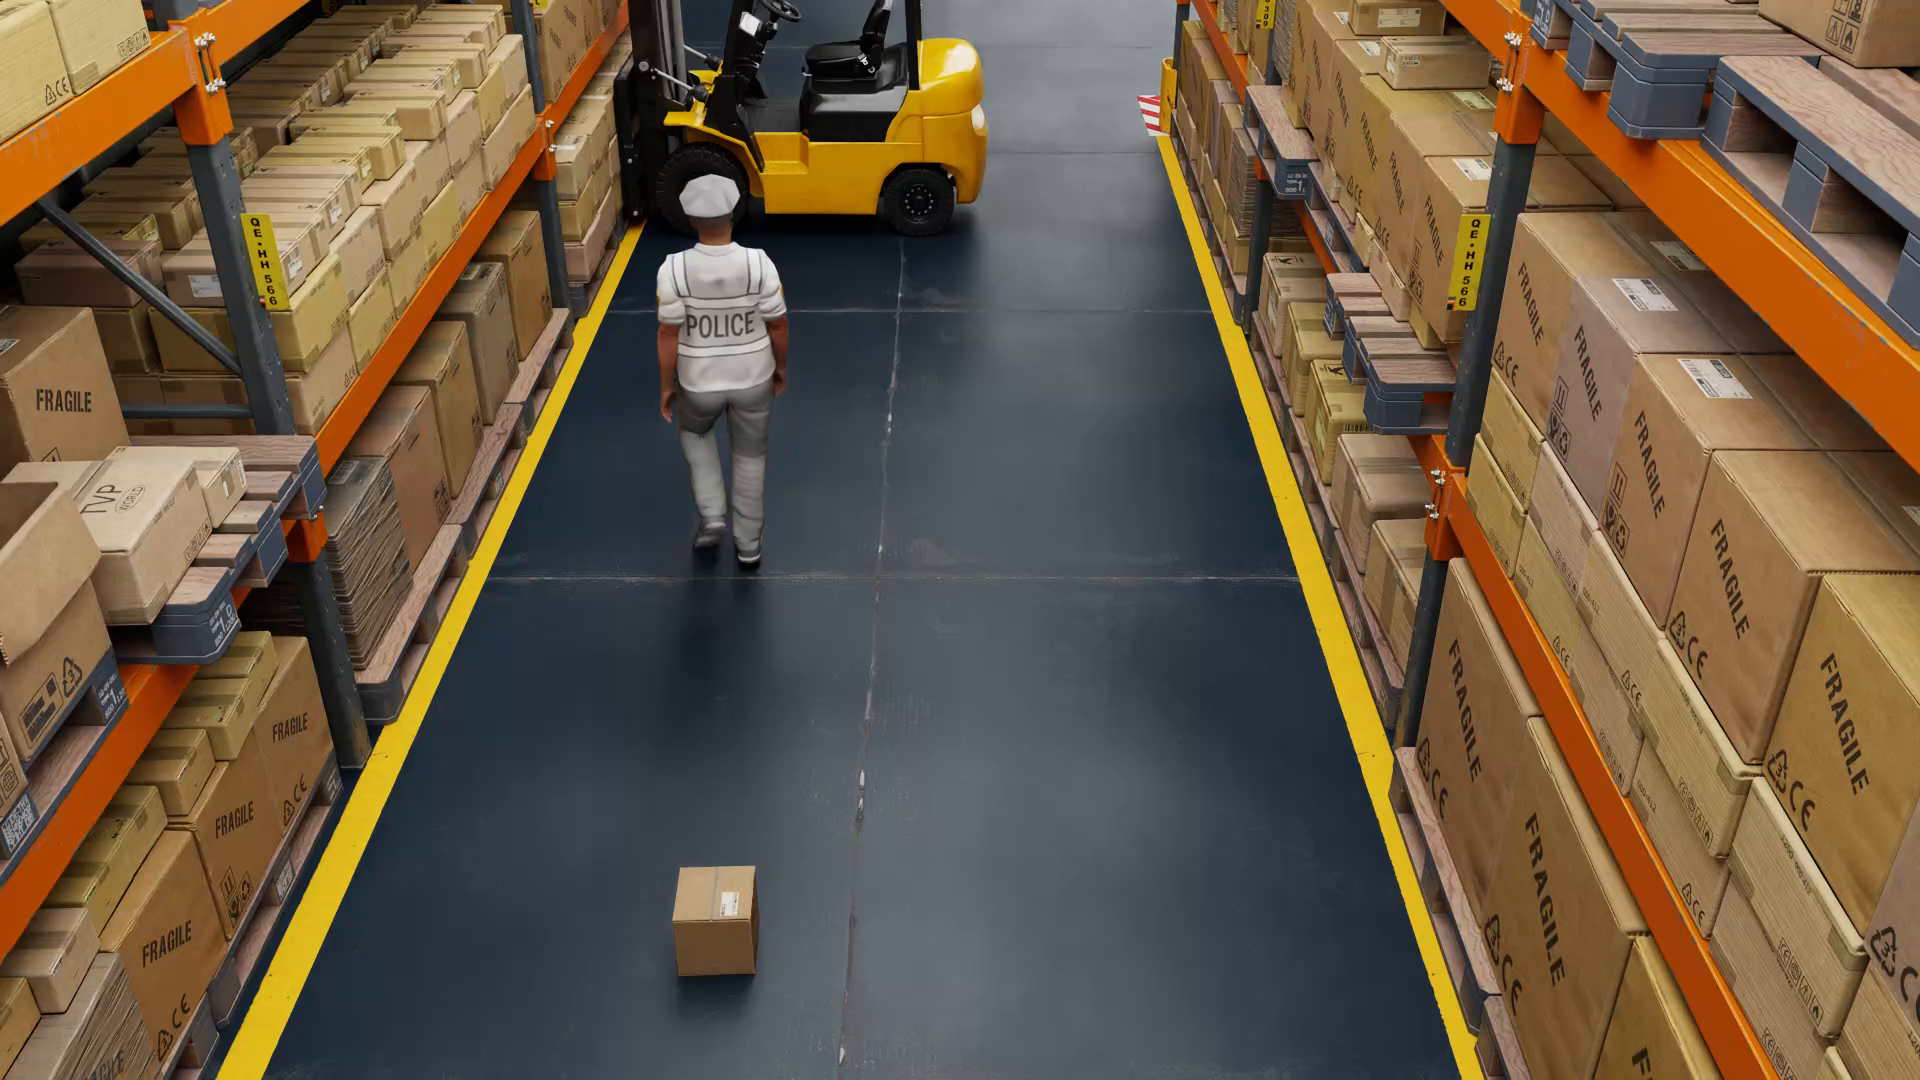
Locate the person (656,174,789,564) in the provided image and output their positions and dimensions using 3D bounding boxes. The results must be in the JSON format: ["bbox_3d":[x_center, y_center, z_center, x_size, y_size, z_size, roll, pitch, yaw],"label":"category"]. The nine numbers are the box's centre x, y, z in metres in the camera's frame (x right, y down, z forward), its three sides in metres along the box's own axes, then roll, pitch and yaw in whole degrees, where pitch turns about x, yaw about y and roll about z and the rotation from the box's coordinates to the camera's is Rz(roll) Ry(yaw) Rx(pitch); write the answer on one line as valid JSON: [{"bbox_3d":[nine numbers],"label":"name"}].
[{"bbox_3d":[-1.029,-0.721,7.293,0.573,1.827,0.475,-4,32,-6],"label":"person"}]
